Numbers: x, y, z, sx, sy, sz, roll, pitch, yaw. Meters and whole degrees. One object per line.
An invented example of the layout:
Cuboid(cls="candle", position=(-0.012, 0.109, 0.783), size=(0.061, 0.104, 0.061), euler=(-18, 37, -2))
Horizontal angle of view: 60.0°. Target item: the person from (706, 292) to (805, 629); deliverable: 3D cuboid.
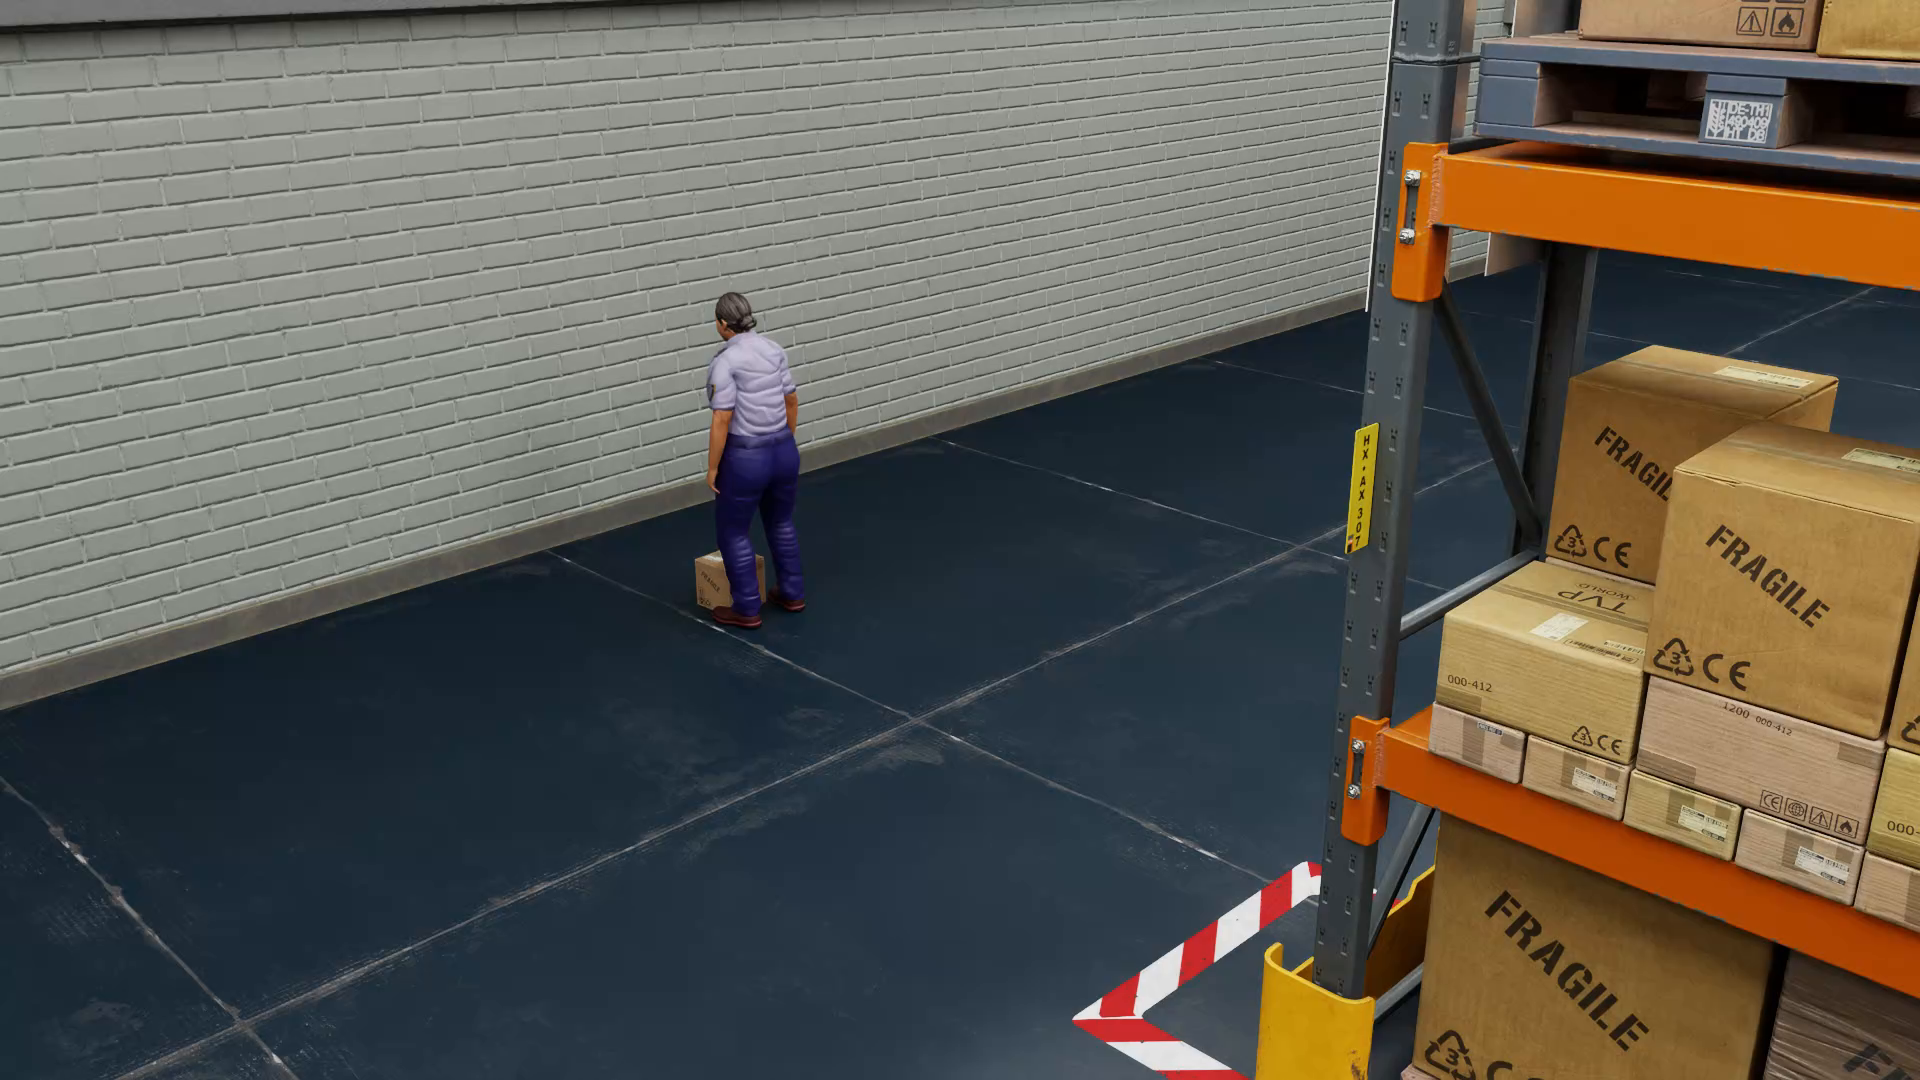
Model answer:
Cuboid(cls="person", position=(-1.001, -0.388, 8.116), size=(0.367, 1.651, 0.547), euler=(19, 28, 40))
